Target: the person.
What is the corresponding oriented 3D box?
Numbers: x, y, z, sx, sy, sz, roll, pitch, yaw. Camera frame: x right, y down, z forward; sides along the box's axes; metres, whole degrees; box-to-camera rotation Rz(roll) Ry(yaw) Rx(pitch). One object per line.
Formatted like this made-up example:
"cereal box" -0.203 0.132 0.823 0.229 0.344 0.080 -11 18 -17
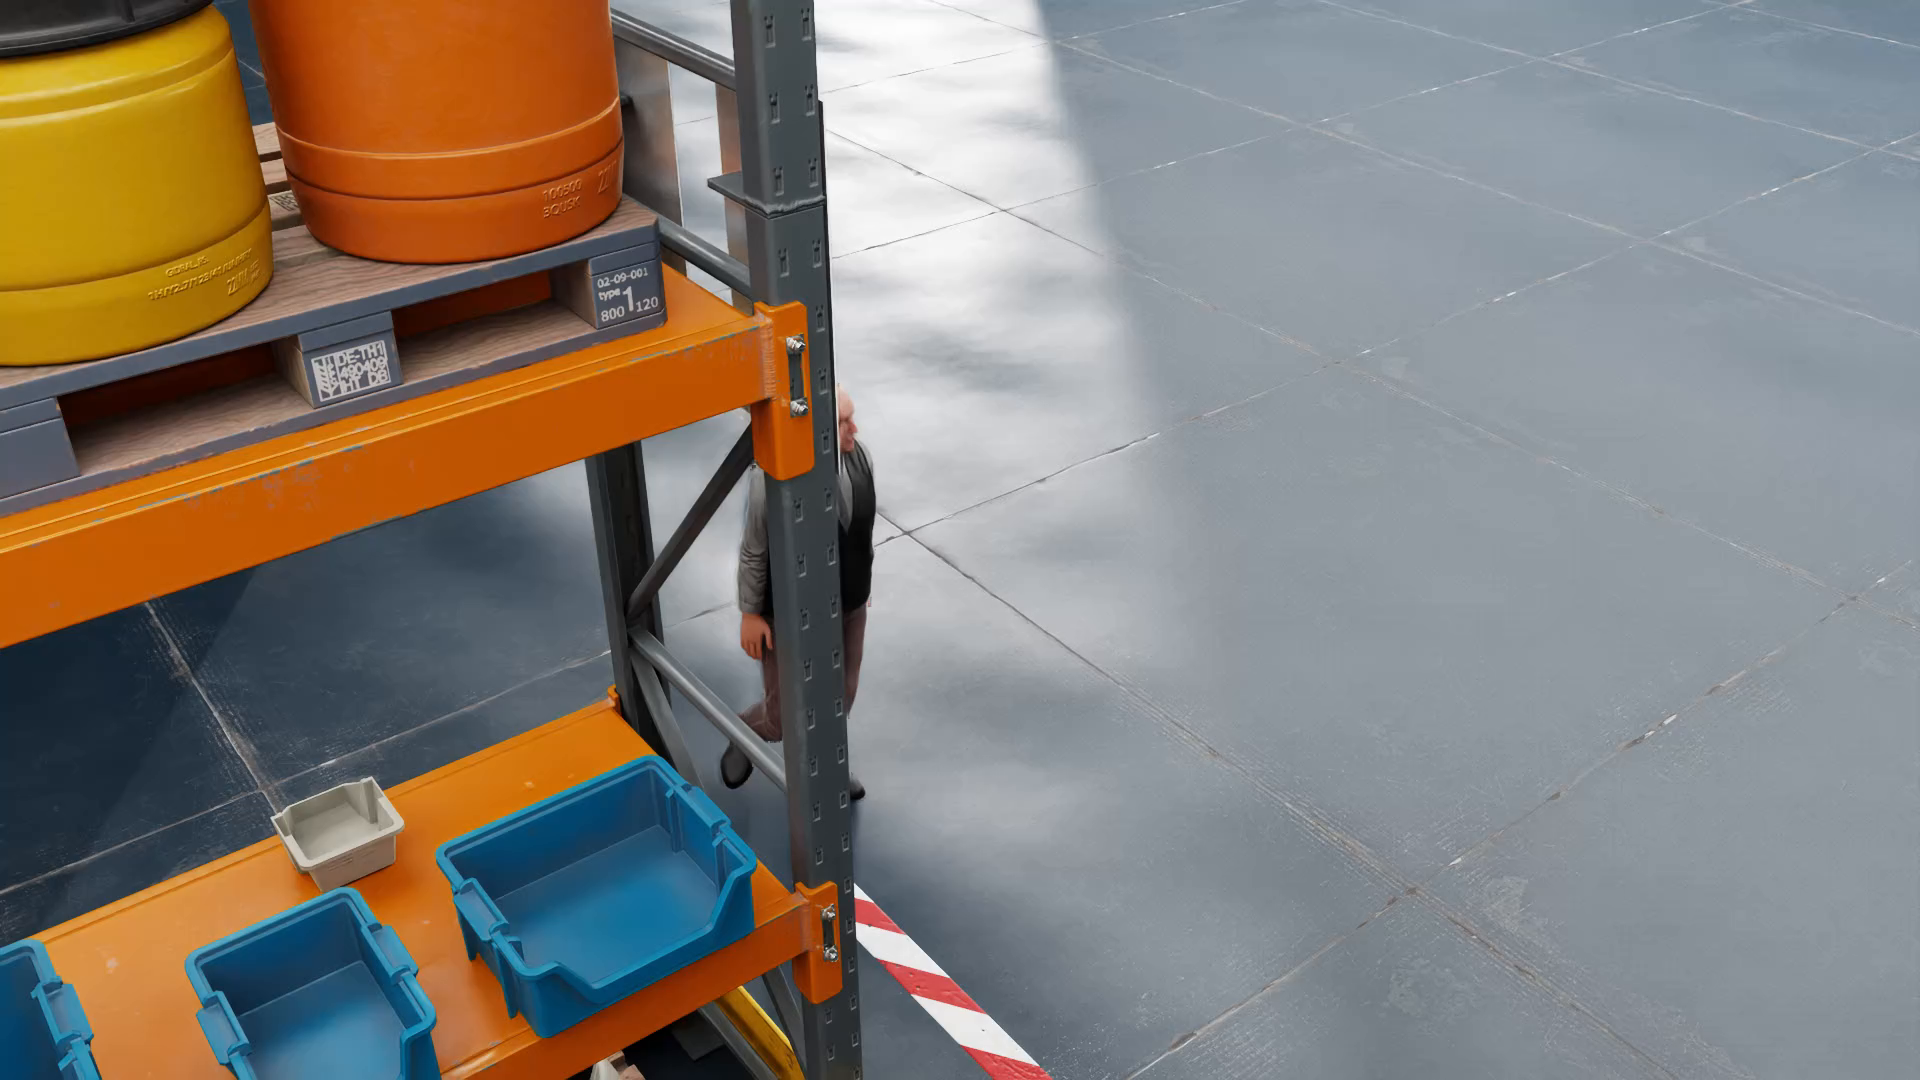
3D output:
"person" -0.560 0.197 5.849 0.609 1.712 0.505 -28 41 -37
